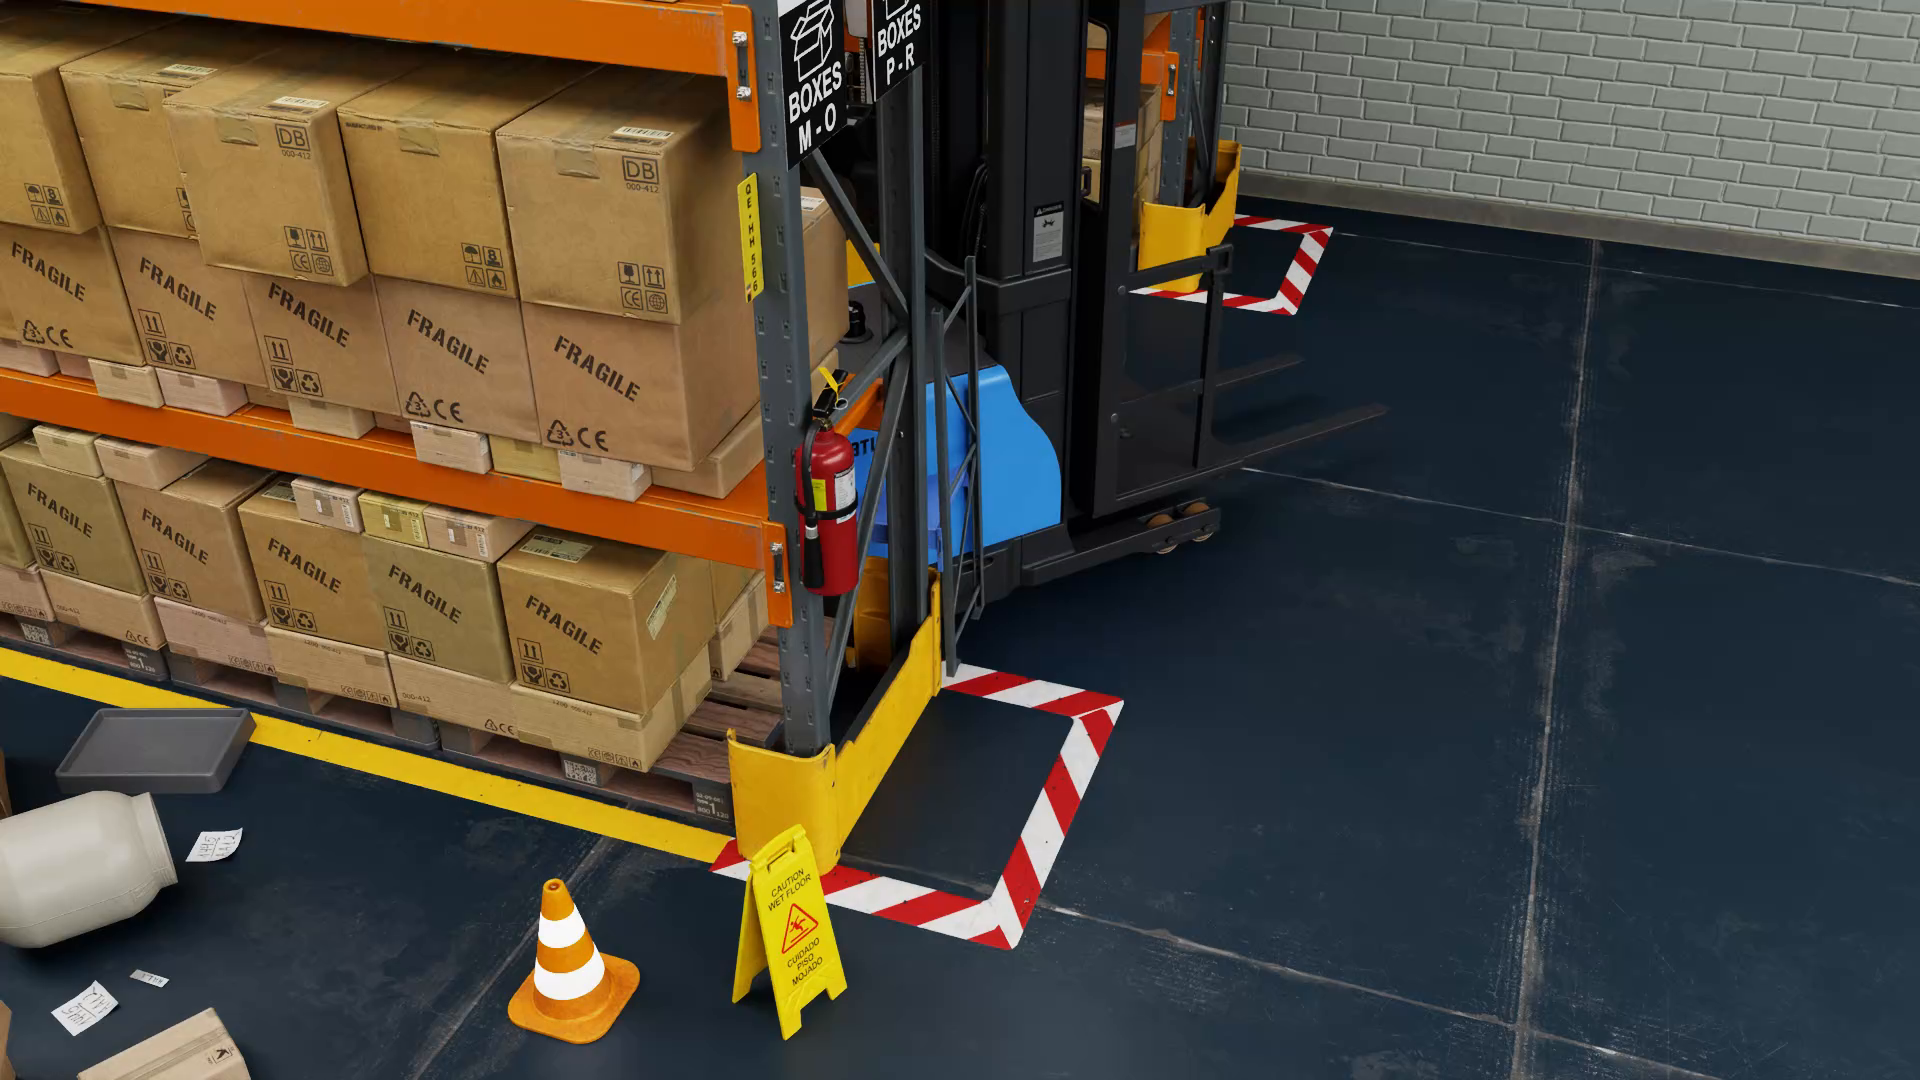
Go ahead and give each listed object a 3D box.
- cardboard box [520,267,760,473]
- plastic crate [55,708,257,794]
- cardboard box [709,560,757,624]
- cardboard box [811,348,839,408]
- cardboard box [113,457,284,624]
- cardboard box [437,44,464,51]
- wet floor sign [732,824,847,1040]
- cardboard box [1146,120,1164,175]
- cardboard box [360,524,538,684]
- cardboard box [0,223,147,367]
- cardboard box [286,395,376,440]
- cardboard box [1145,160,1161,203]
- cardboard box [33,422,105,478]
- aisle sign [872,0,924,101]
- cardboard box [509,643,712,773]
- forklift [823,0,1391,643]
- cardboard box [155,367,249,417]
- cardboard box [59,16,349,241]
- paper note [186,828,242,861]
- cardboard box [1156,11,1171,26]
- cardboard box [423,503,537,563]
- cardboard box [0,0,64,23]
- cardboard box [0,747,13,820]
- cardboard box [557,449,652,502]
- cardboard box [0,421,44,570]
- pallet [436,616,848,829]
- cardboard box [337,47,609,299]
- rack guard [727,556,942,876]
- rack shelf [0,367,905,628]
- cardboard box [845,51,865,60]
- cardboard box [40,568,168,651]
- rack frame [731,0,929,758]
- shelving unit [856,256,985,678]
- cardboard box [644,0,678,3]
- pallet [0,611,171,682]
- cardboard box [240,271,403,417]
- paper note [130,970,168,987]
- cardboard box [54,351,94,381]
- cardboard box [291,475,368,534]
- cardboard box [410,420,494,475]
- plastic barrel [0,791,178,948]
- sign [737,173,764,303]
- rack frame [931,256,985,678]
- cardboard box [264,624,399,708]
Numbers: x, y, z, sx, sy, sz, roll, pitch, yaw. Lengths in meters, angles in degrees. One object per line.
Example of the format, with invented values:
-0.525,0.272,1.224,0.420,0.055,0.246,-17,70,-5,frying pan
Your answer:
-0.943,-0.573,5.006,0.500,0.500,0.500,10,34,16,cardboard box
-2.904,0.753,6.010,0.583,0.080,0.402,0,33,0,plastic crate
-1.028,-0.077,6.060,0.500,0.500,0.500,10,34,15,cardboard box
-0.589,-0.510,5.506,0.250,0.149,0.380,11,34,17,cardboard box
-2.645,-0.082,6.068,0.500,0.500,0.500,13,35,19,cardboard box
-2.929,-2.983,10.907,0.625,0.625,0.875,13,35,19,cardboard box
-0.522,1.123,4.916,0.232,0.644,0.267,24,40,32,wet floor sign
0.959,-2.406,9.898,0.500,0.250,0.500,12,35,17,cardboard box
-1.674,0.109,5.772,0.500,0.500,0.500,12,35,18,cardboard box
-2.836,-0.945,5.582,0.500,0.500,0.500,11,34,16,cardboard box
-1.991,-0.499,5.490,0.250,0.149,0.380,11,34,16,cardboard box
0.935,-2.194,10.030,0.500,0.250,0.500,11,34,17,cardboard box
-3.059,-0.396,5.956,0.250,0.149,0.380,12,35,18,cardboard box
-0.177,-1.687,4.700,0.004,0.787,0.394,11,34,16,aisle sign
-1.214,0.516,5.833,0.500,0.250,0.500,11,34,16,cardboard box
0.544,-1.403,6.720,3.031,2.935,1.130,-17,37,-25,forklift
-2.469,-0.582,5.617,0.250,0.149,0.380,11,34,16,cardboard box
-2.306,-1.316,5.234,0.500,0.500,0.700,11,34,16,cardboard box
-2.521,1.030,5.627,0.148,0.019,0.142,0,33,0,paper note
0.959,-3.257,9.437,0.500,0.500,0.500,12,35,18,cardboard box
-1.550,-0.103,5.502,0.250,0.149,0.380,12,35,18,cardboard box
-3.291,-1.471,5.474,0.500,0.500,0.700,11,34,17,cardboard box
-3.555,0.761,5.609,0.500,0.500,0.500,-18,37,-25,cardboard box
-1.040,-0.291,5.167,0.250,0.149,0.380,11,34,16,cardboard box
-3.641,-0.270,6.359,0.500,0.500,0.500,13,35,19,cardboard box
-1.164,0.543,6.214,1.213,0.211,1.003,11,34,16,pallet
-1.368,-1.113,4.920,0.500,0.500,0.700,11,35,17,cardboard box
-0.411,0.589,5.877,0.348,0.500,1.175,11,34,16,rack guard
-2.222,-0.511,5.940,4.000,0.370,1.077,11,34,16,rack shelf
-0.476,-2.892,10.191,0.500,0.250,0.500,10,34,16,cardboard box
-3.134,0.137,6.420,0.500,0.250,0.500,13,35,19,cardboard box
-0.340,-0.447,5.178,0.127,3.000,1.000,11,34,16,rack frame
-0.491,-0.300,6.227,1.048,1.500,0.538,6,33,13,shelving unit
-0.770,-1.525,4.312,0.250,0.149,0.380,11,34,17,cardboard box
-3.461,0.097,6.905,1.213,0.211,1.003,11,34,16,pallet
-1.883,-0.760,5.296,0.500,0.500,0.500,11,34,16,cardboard box
-2.507,1.355,5.142,0.123,0.001,0.032,11,34,16,paper note
-2.918,-0.704,5.806,0.250,0.149,0.380,11,34,16,cardboard box
-2.033,-0.199,5.652,0.250,0.149,0.380,12,35,19,cardboard box
-1.526,-0.380,5.305,0.250,0.149,0.380,12,35,17,cardboard box
-2.795,1.030,5.265,0.512,0.421,0.421,-18,37,-25,plastic barrel
-0.546,-0.787,4.345,0.005,0.325,0.100,11,34,16,sign
0.001,-0.246,6.113,0.032,1.500,0.500,6,33,13,rack frame
-2.171,0.329,6.123,0.500,0.250,0.500,10,34,15,cardboard box
